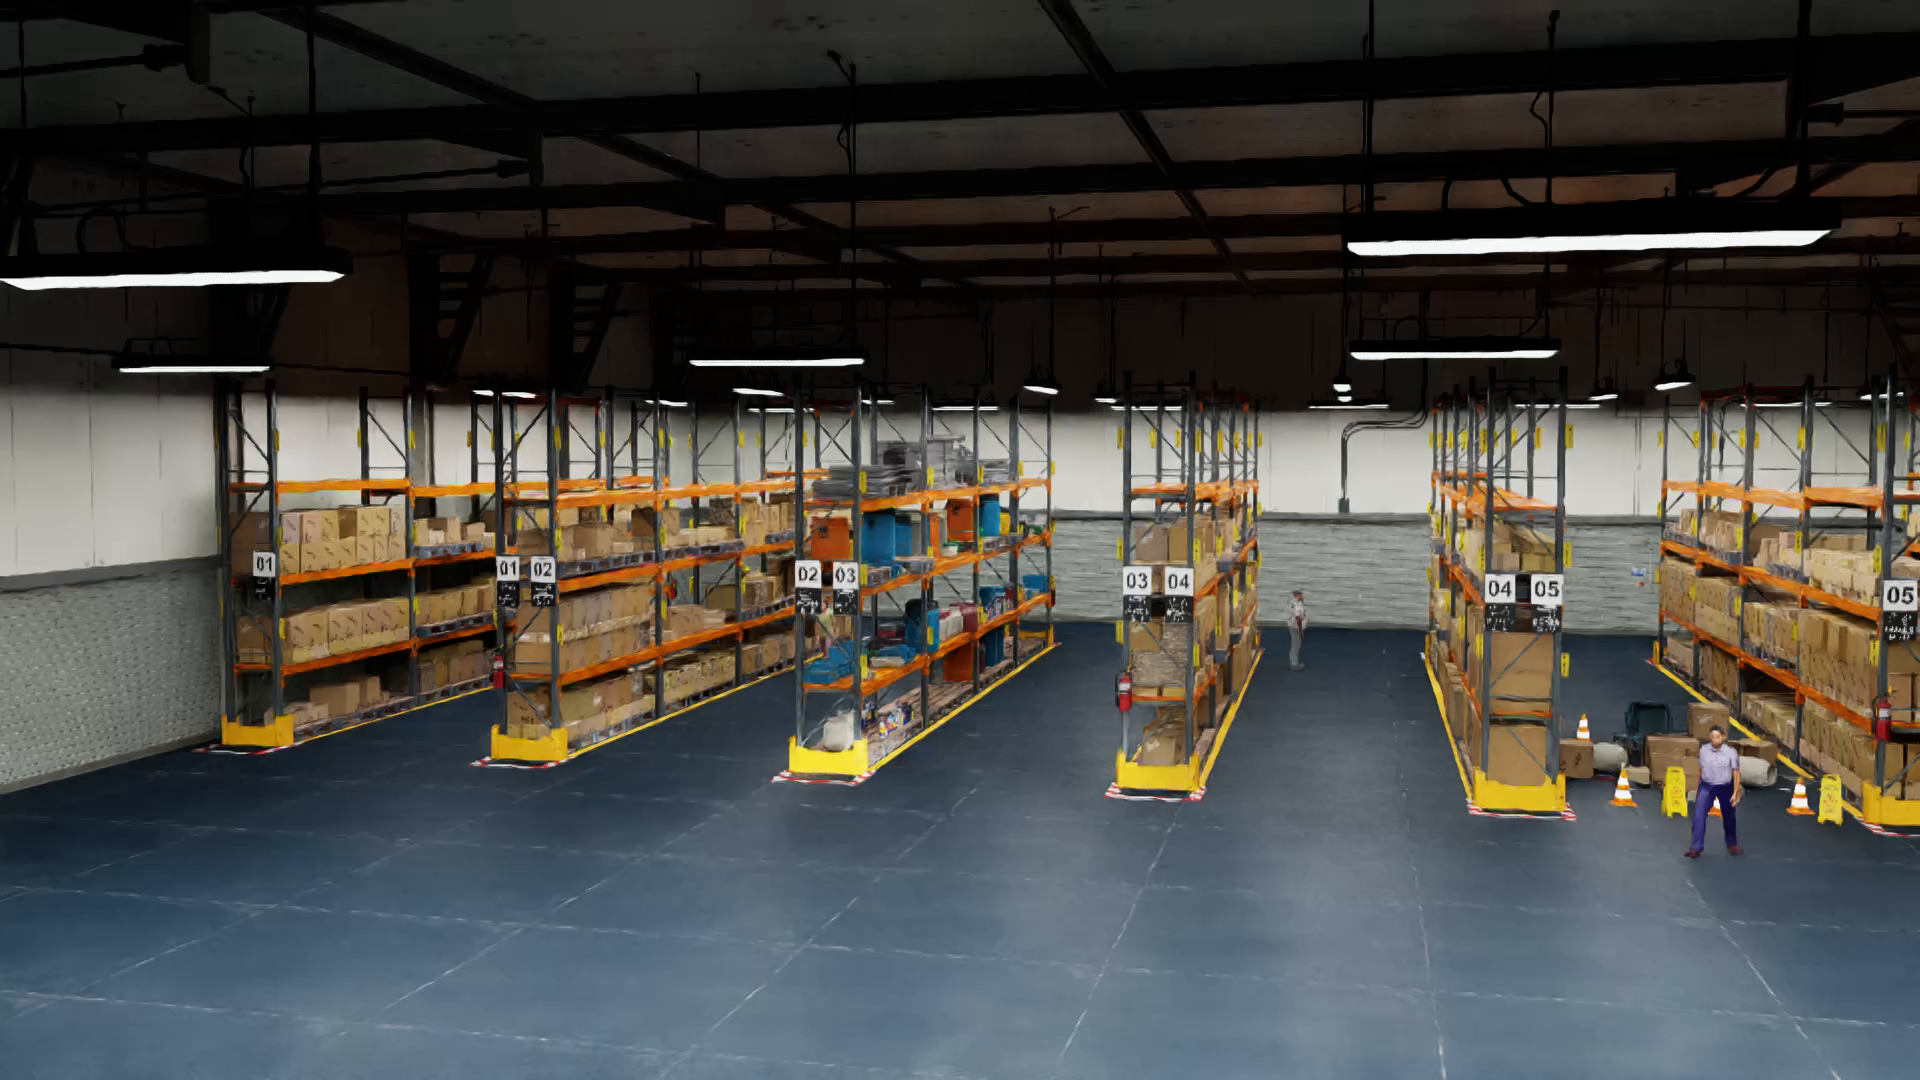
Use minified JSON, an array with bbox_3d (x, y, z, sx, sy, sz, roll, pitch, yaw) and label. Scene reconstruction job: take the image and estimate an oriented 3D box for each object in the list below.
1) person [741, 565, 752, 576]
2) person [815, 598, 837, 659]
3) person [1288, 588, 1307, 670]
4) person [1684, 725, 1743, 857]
[{"bbox_3d":[-5.553,1.537,42.928,0.463,1.771,0.650,3,4,38],"label":"person"},{"bbox_3d":[-2.930,2.039,35.896,0.448,1.586,1.110,1,4,16],"label":"person"},{"bbox_3d":[7.388,1.922,36.376,0.419,1.772,0.691,0,3,3],"label":"person"},{"bbox_3d":[9.089,3.012,19.968,0.517,1.583,0.935,3,4,37],"label":"person"}]
